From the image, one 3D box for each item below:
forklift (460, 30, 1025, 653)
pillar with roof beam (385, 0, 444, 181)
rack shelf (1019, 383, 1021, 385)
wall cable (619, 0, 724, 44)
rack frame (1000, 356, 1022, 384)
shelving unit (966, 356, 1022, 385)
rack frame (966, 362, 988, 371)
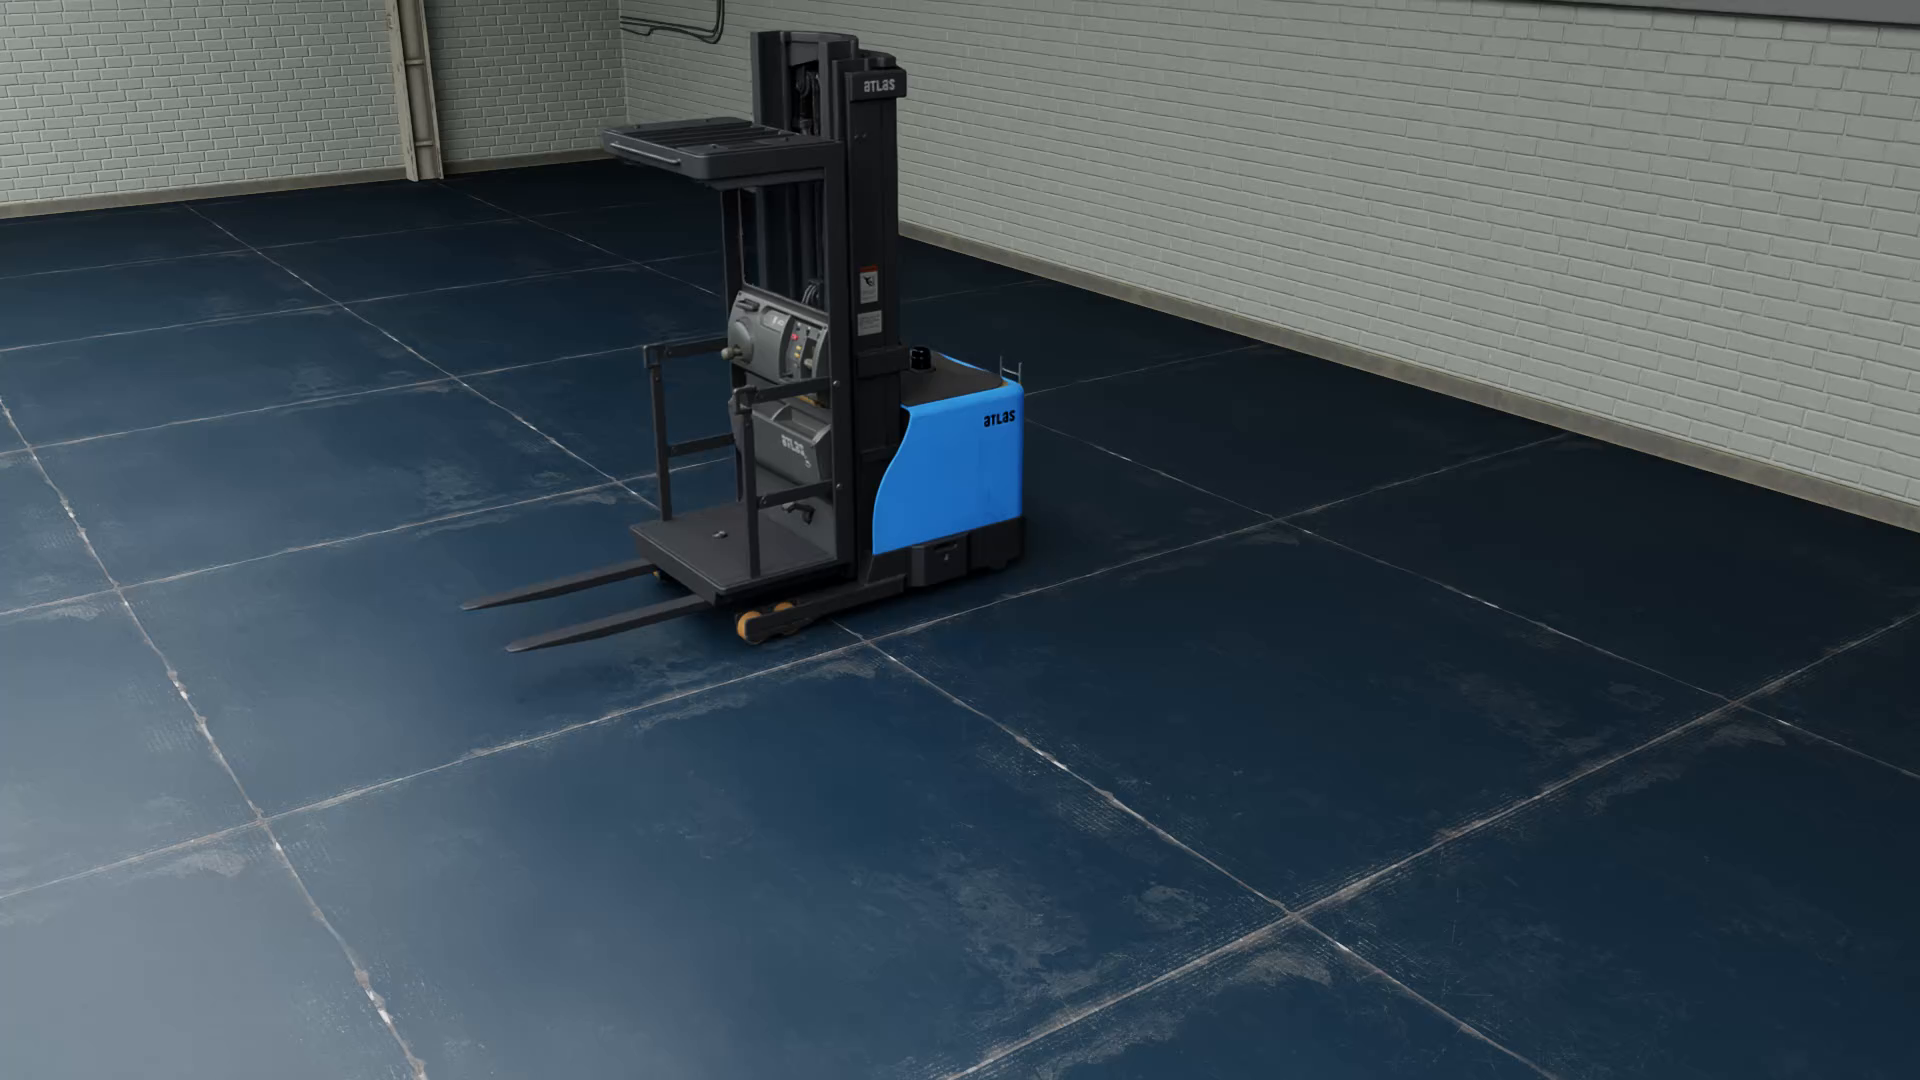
[{"bbox_3d":[-1.122,-1.048,8.567,3.031,2.935,1.130,-15,26,-33],"label":"forklift"},{"bbox_3d":[-4.482,-7.618,16.845,0.400,9.000,9.100,-15,26,-33],"label":"pillar with roof beam"},{"bbox_3d":[0.197,-0.794,9.732,0.240,0.259,0.215,-15,26,-33],"label":"rack shelf"},{"bbox_3d":[-3.833,-7.711,21.267,0.112,2.526,3.097,-15,26,-33],"label":"wall cable"},{"bbox_3d":[0.296,-0.566,9.899,0.008,1.050,0.200,-15,26,-33],"label":"rack frame"},{"bbox_3d":[0.197,-0.540,9.833,0.252,1.050,0.215,-15,26,-33],"label":"shelving unit"},{"bbox_3d":[0.098,-0.514,9.767,0.008,1.050,0.200,-15,26,-33],"label":"rack frame"}]
